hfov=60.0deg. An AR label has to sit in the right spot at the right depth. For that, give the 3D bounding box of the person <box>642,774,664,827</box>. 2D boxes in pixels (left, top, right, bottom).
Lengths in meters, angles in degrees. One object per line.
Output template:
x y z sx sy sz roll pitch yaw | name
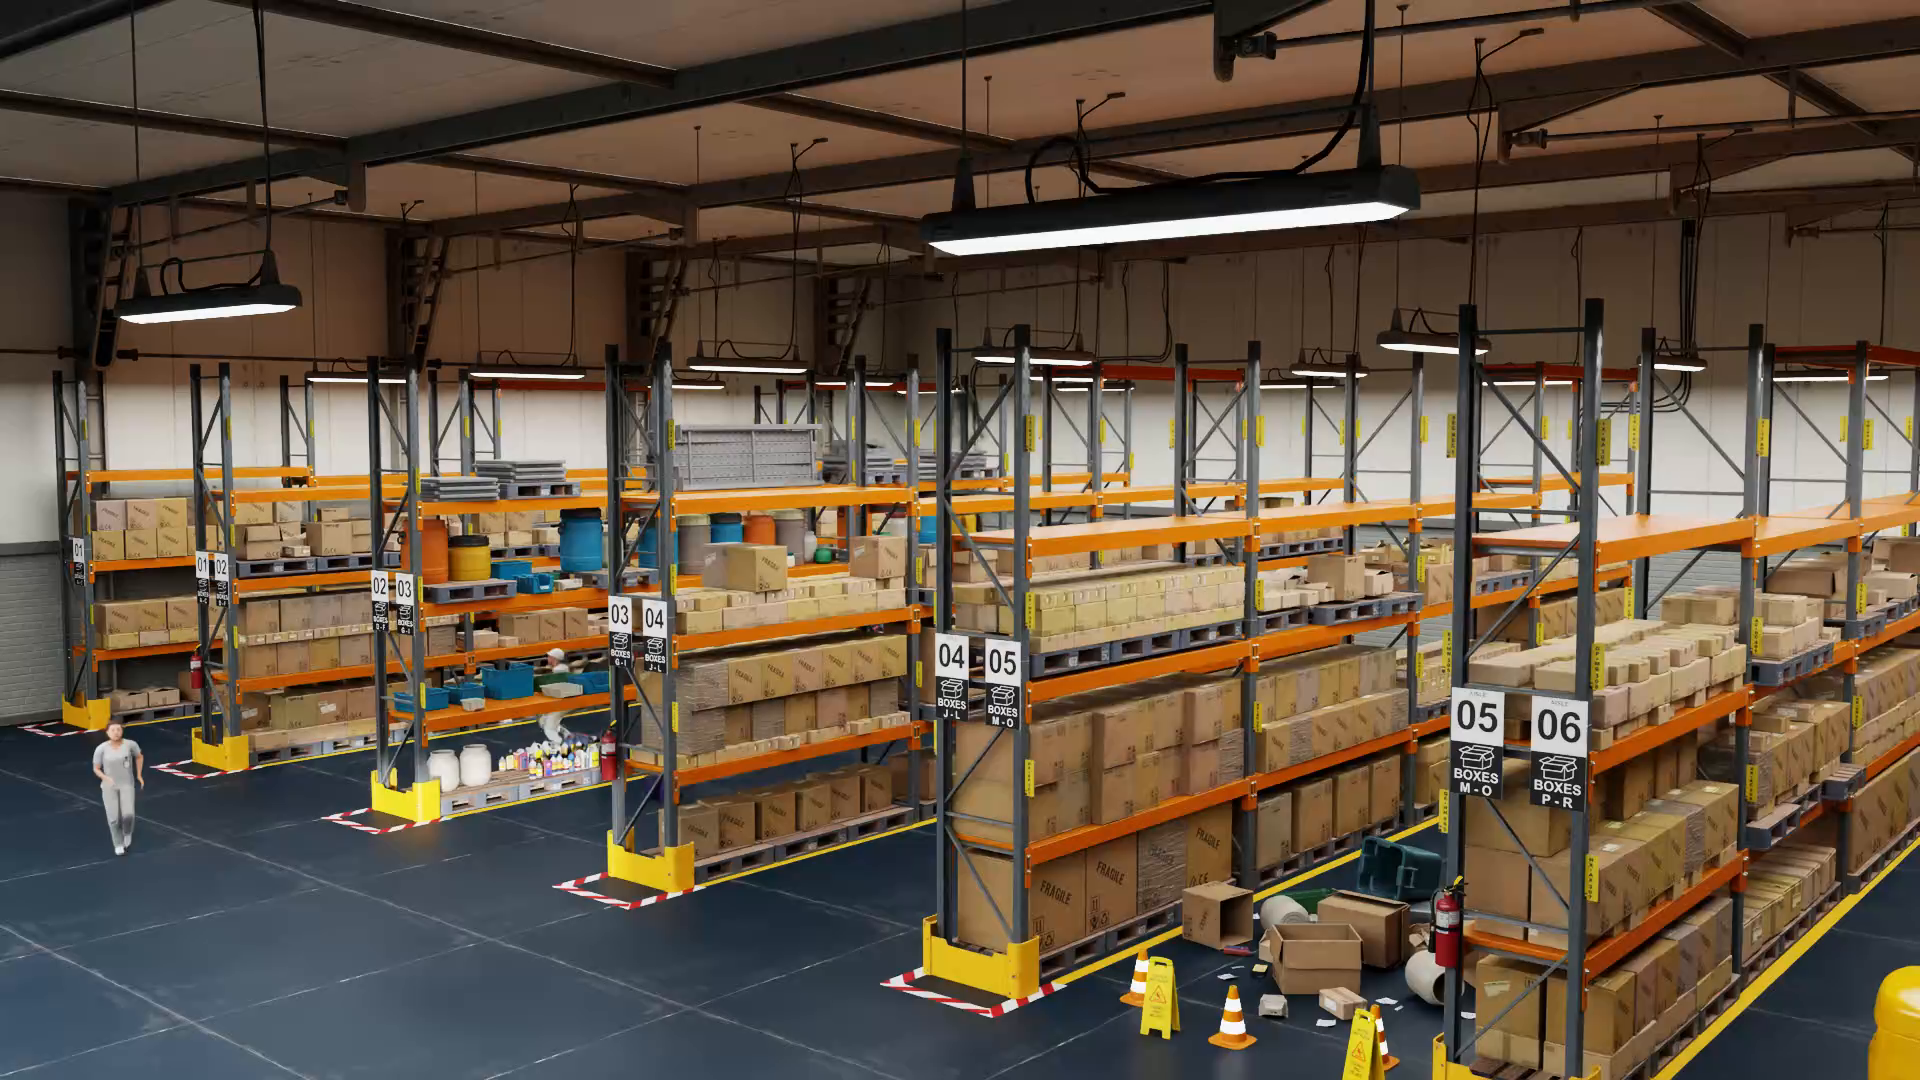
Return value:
-3.739 2.853 21.017 0.614 1.597 0.527 4 6 43 | person

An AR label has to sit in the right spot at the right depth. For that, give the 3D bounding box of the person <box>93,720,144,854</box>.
-9.946 2.930 19.678 0.543 1.624 0.636 -2 5 -30 | person

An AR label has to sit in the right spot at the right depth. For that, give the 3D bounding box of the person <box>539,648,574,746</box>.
-6.116 2.495 25.224 0.527 1.737 0.795 -1 4 -18 | person

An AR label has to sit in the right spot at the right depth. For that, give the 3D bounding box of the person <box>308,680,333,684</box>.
-10.670 2.282 27.923 0.724 1.744 0.631 3 5 33 | person
